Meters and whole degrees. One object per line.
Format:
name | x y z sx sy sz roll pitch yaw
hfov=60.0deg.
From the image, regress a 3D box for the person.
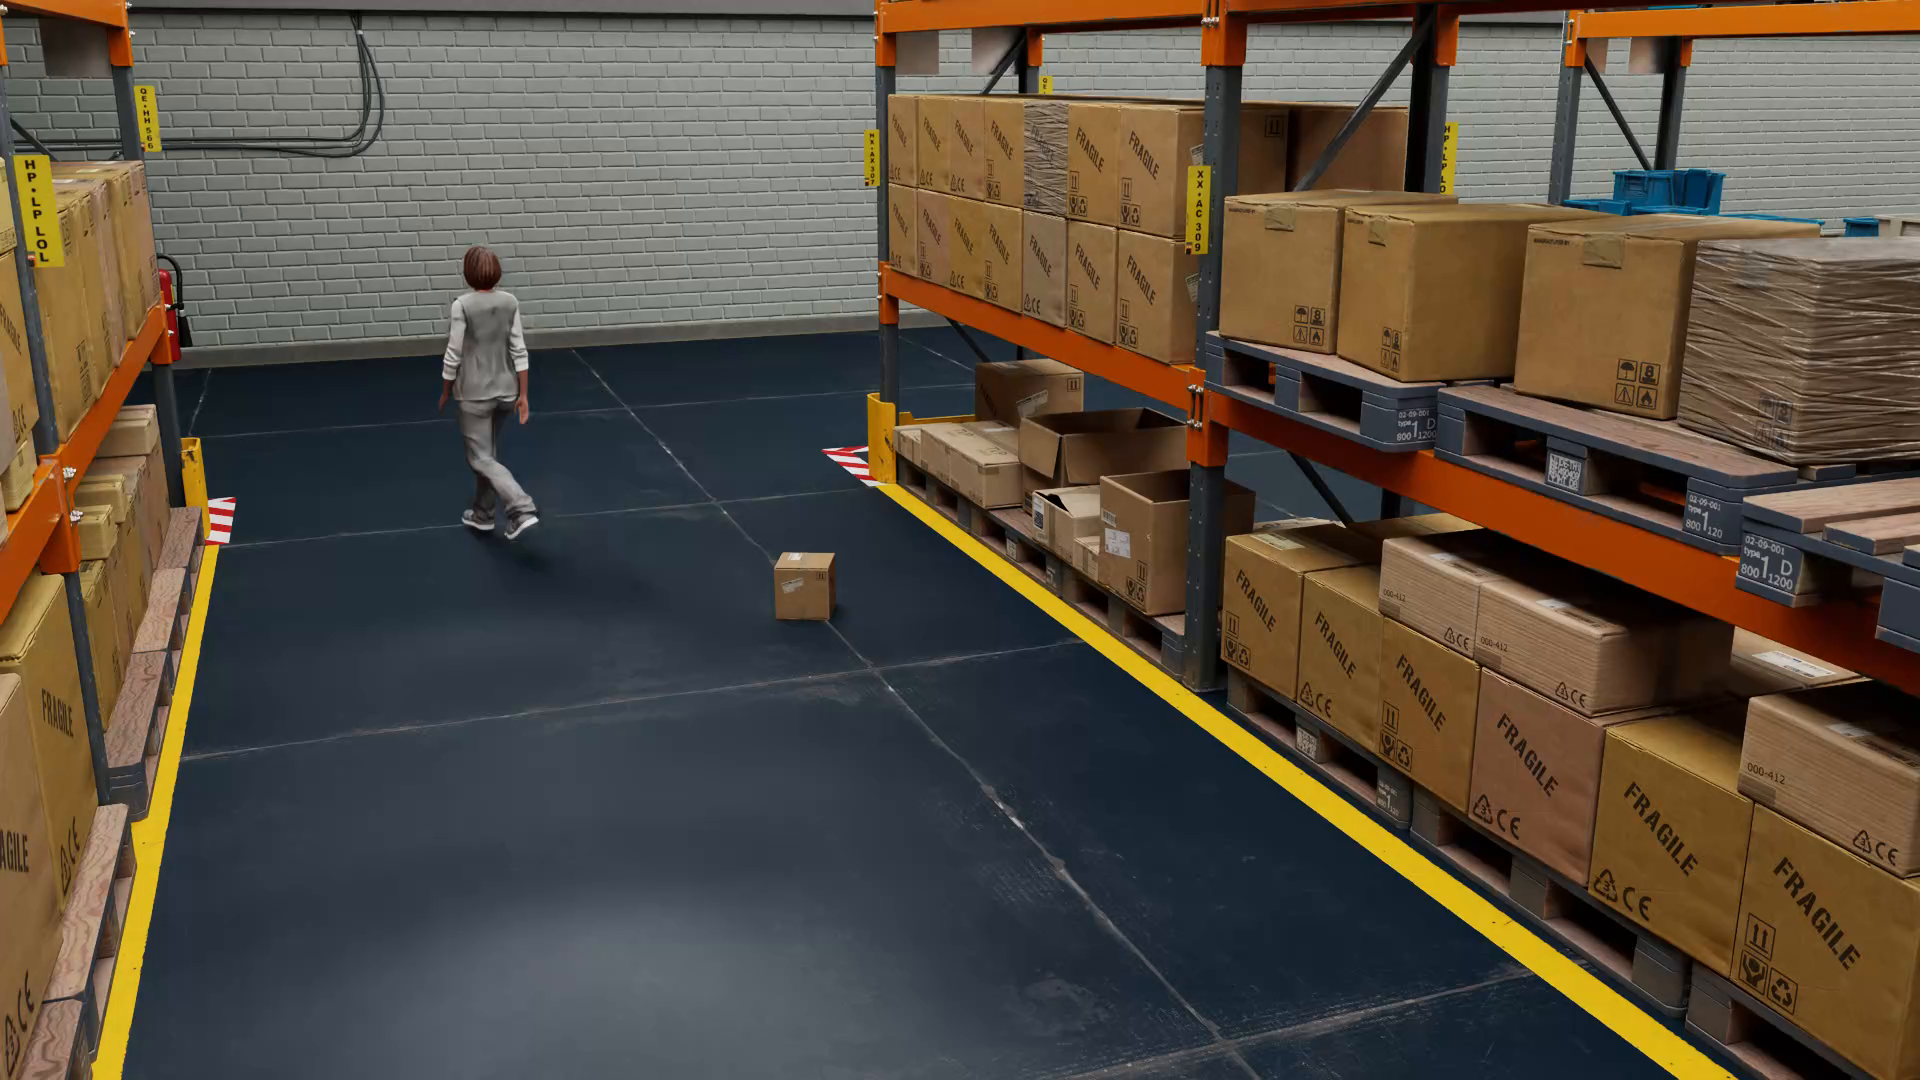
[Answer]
person | -2.465 -0.756 8.675 0.877 1.549 0.406 13 21 39
